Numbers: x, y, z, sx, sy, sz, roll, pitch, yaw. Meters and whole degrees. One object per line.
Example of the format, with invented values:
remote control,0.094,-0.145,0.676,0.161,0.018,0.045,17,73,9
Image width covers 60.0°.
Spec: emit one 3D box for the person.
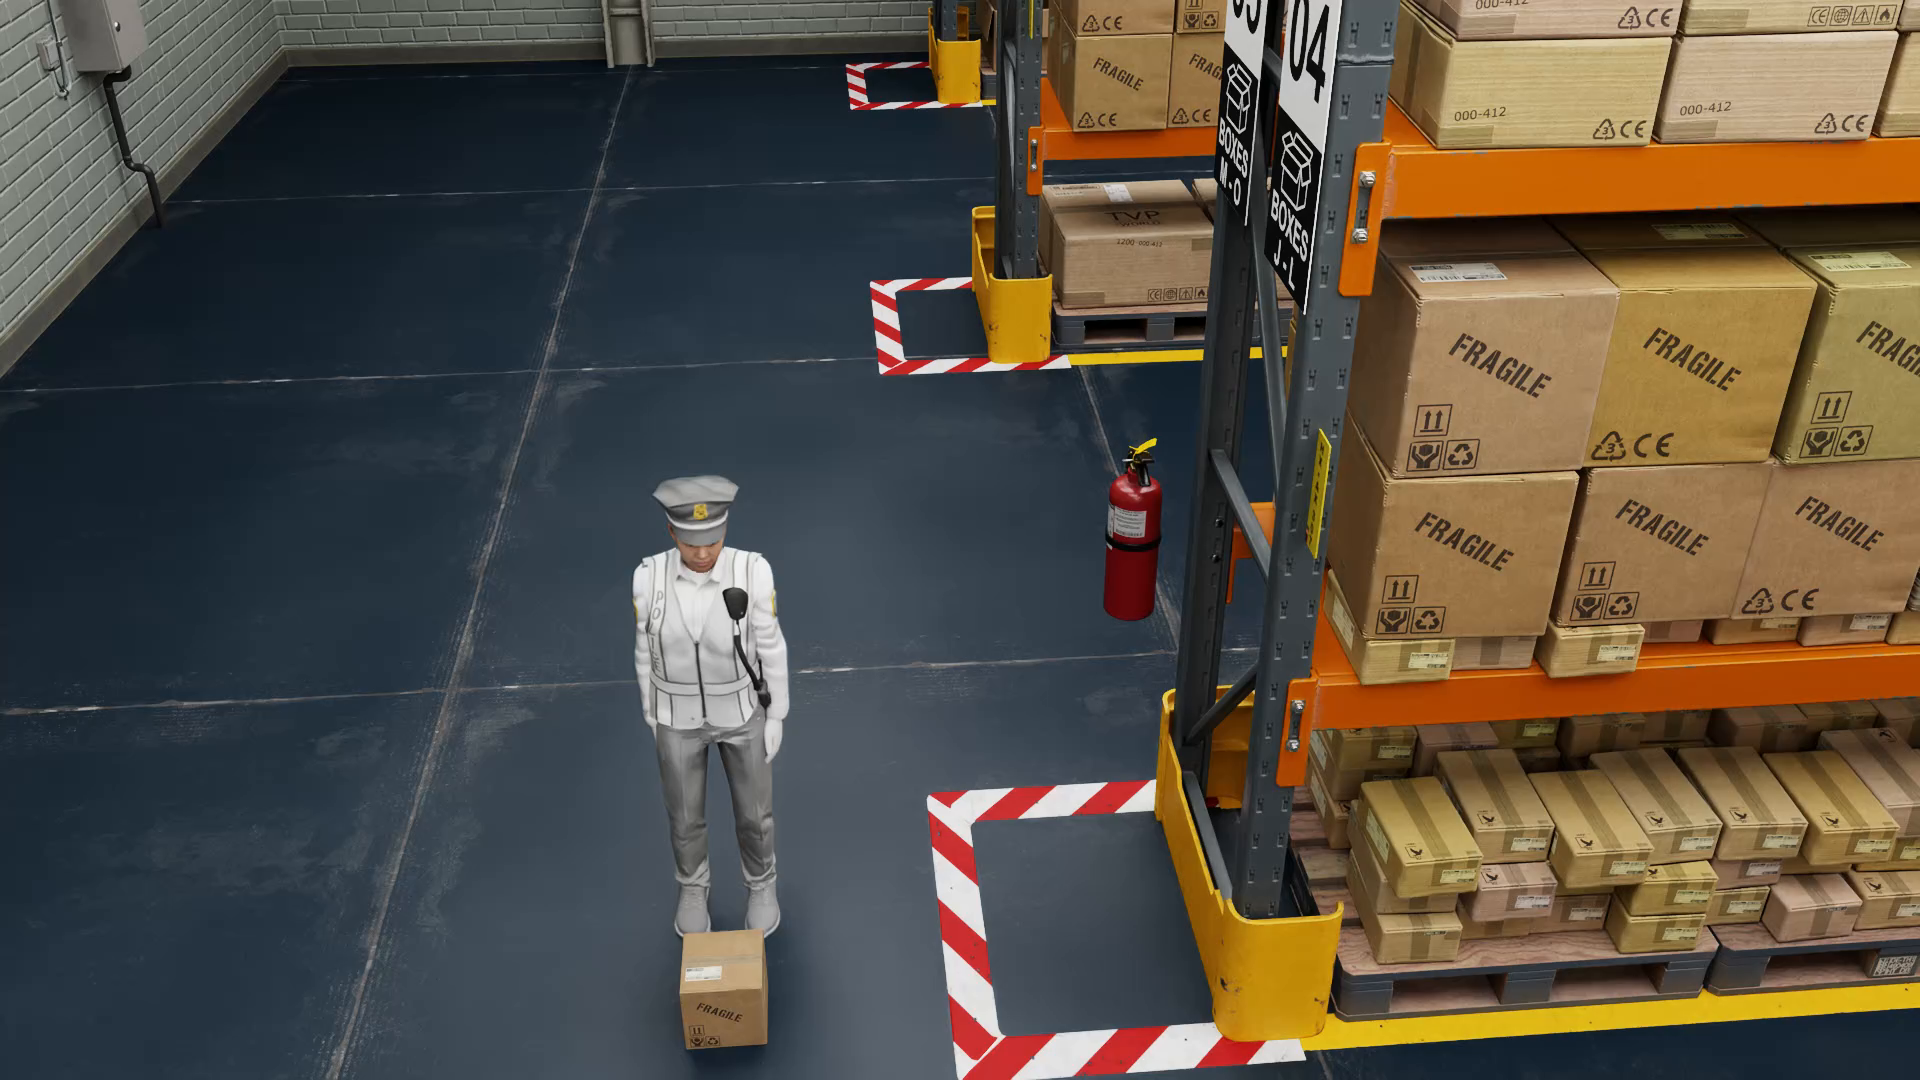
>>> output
person,-0.765,0.561,5.216,0.468,1.670,0.329,-2,31,-4
